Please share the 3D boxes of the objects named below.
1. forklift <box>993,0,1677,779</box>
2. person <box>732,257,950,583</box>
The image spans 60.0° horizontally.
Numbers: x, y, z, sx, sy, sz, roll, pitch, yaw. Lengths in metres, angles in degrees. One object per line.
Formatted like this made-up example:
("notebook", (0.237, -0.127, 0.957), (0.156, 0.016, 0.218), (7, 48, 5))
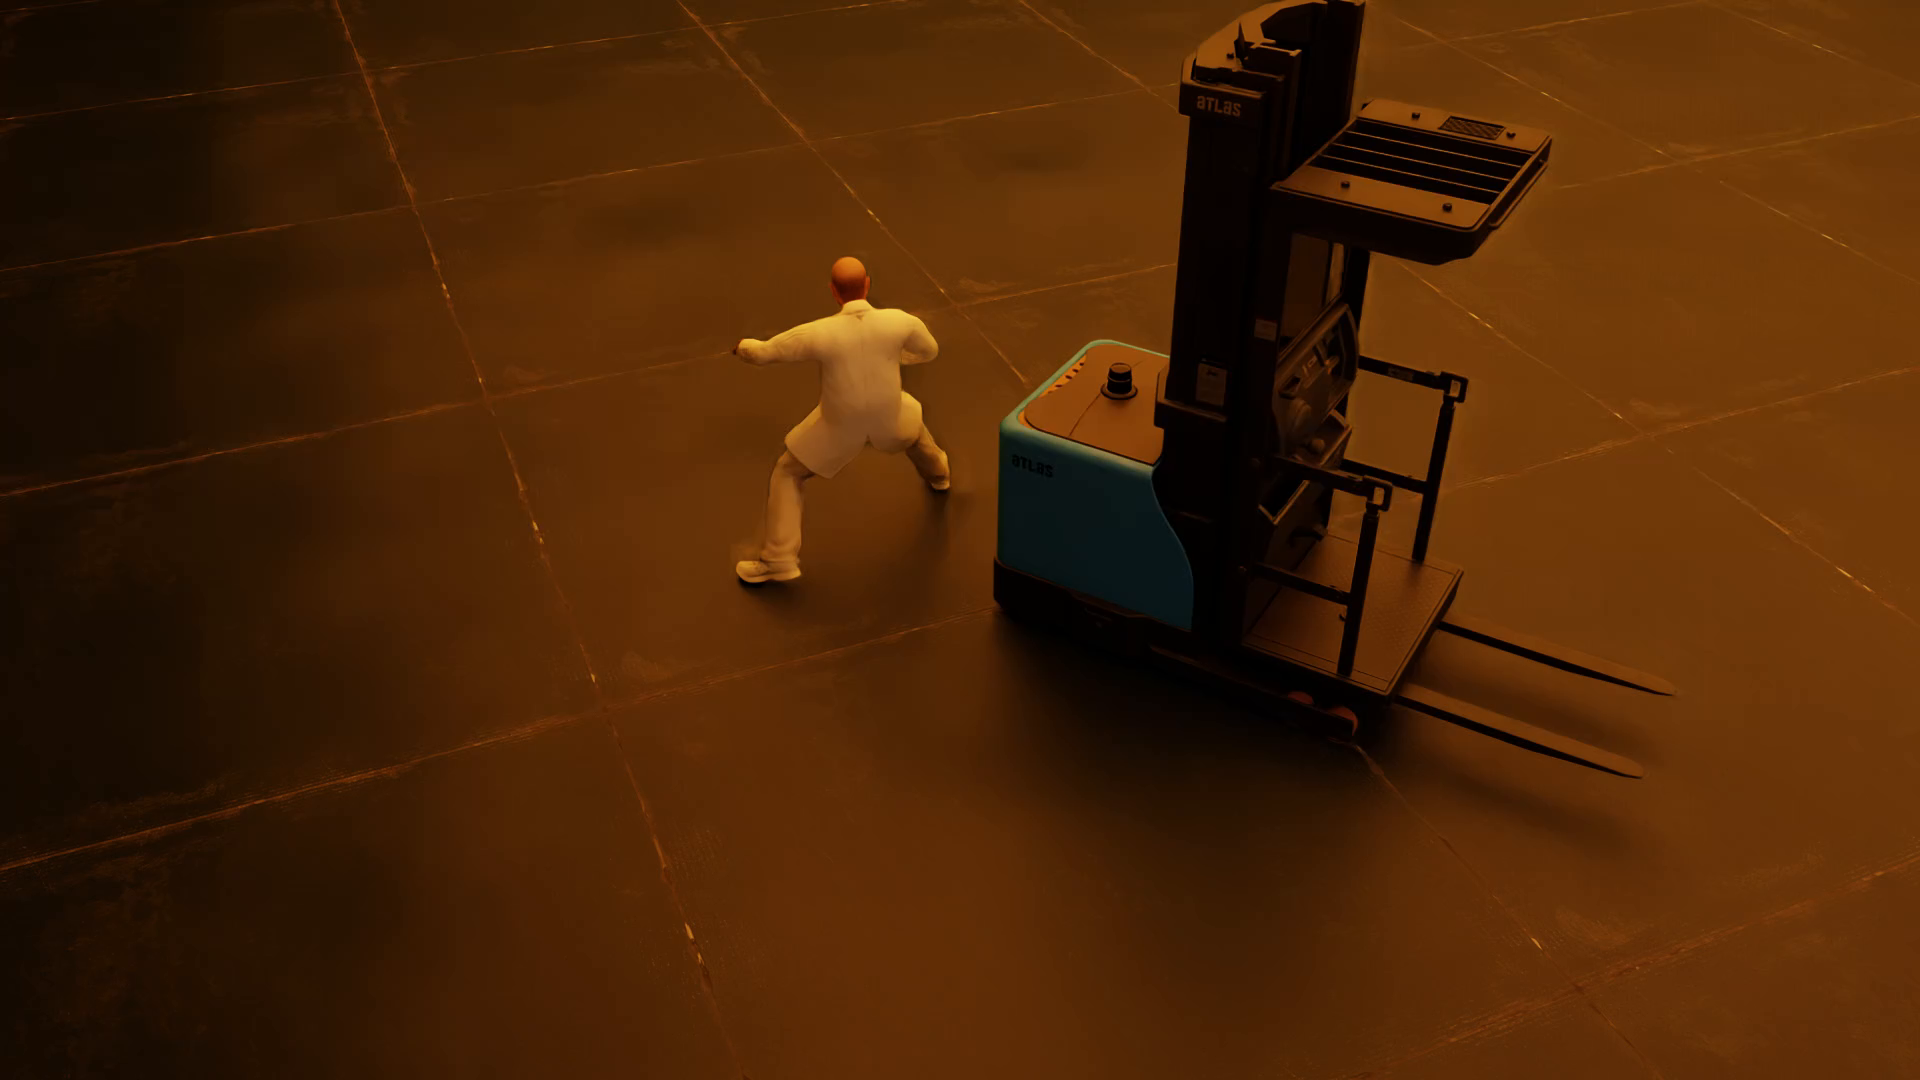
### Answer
("forklift", (1.691, -0.649, 7.011), (3.031, 2.935, 1.130), (19, 40, 25))
("person", (-0.599, -0.715, 8.284), (1.268, 1.575, 1.023), (-10, 37, -14))
